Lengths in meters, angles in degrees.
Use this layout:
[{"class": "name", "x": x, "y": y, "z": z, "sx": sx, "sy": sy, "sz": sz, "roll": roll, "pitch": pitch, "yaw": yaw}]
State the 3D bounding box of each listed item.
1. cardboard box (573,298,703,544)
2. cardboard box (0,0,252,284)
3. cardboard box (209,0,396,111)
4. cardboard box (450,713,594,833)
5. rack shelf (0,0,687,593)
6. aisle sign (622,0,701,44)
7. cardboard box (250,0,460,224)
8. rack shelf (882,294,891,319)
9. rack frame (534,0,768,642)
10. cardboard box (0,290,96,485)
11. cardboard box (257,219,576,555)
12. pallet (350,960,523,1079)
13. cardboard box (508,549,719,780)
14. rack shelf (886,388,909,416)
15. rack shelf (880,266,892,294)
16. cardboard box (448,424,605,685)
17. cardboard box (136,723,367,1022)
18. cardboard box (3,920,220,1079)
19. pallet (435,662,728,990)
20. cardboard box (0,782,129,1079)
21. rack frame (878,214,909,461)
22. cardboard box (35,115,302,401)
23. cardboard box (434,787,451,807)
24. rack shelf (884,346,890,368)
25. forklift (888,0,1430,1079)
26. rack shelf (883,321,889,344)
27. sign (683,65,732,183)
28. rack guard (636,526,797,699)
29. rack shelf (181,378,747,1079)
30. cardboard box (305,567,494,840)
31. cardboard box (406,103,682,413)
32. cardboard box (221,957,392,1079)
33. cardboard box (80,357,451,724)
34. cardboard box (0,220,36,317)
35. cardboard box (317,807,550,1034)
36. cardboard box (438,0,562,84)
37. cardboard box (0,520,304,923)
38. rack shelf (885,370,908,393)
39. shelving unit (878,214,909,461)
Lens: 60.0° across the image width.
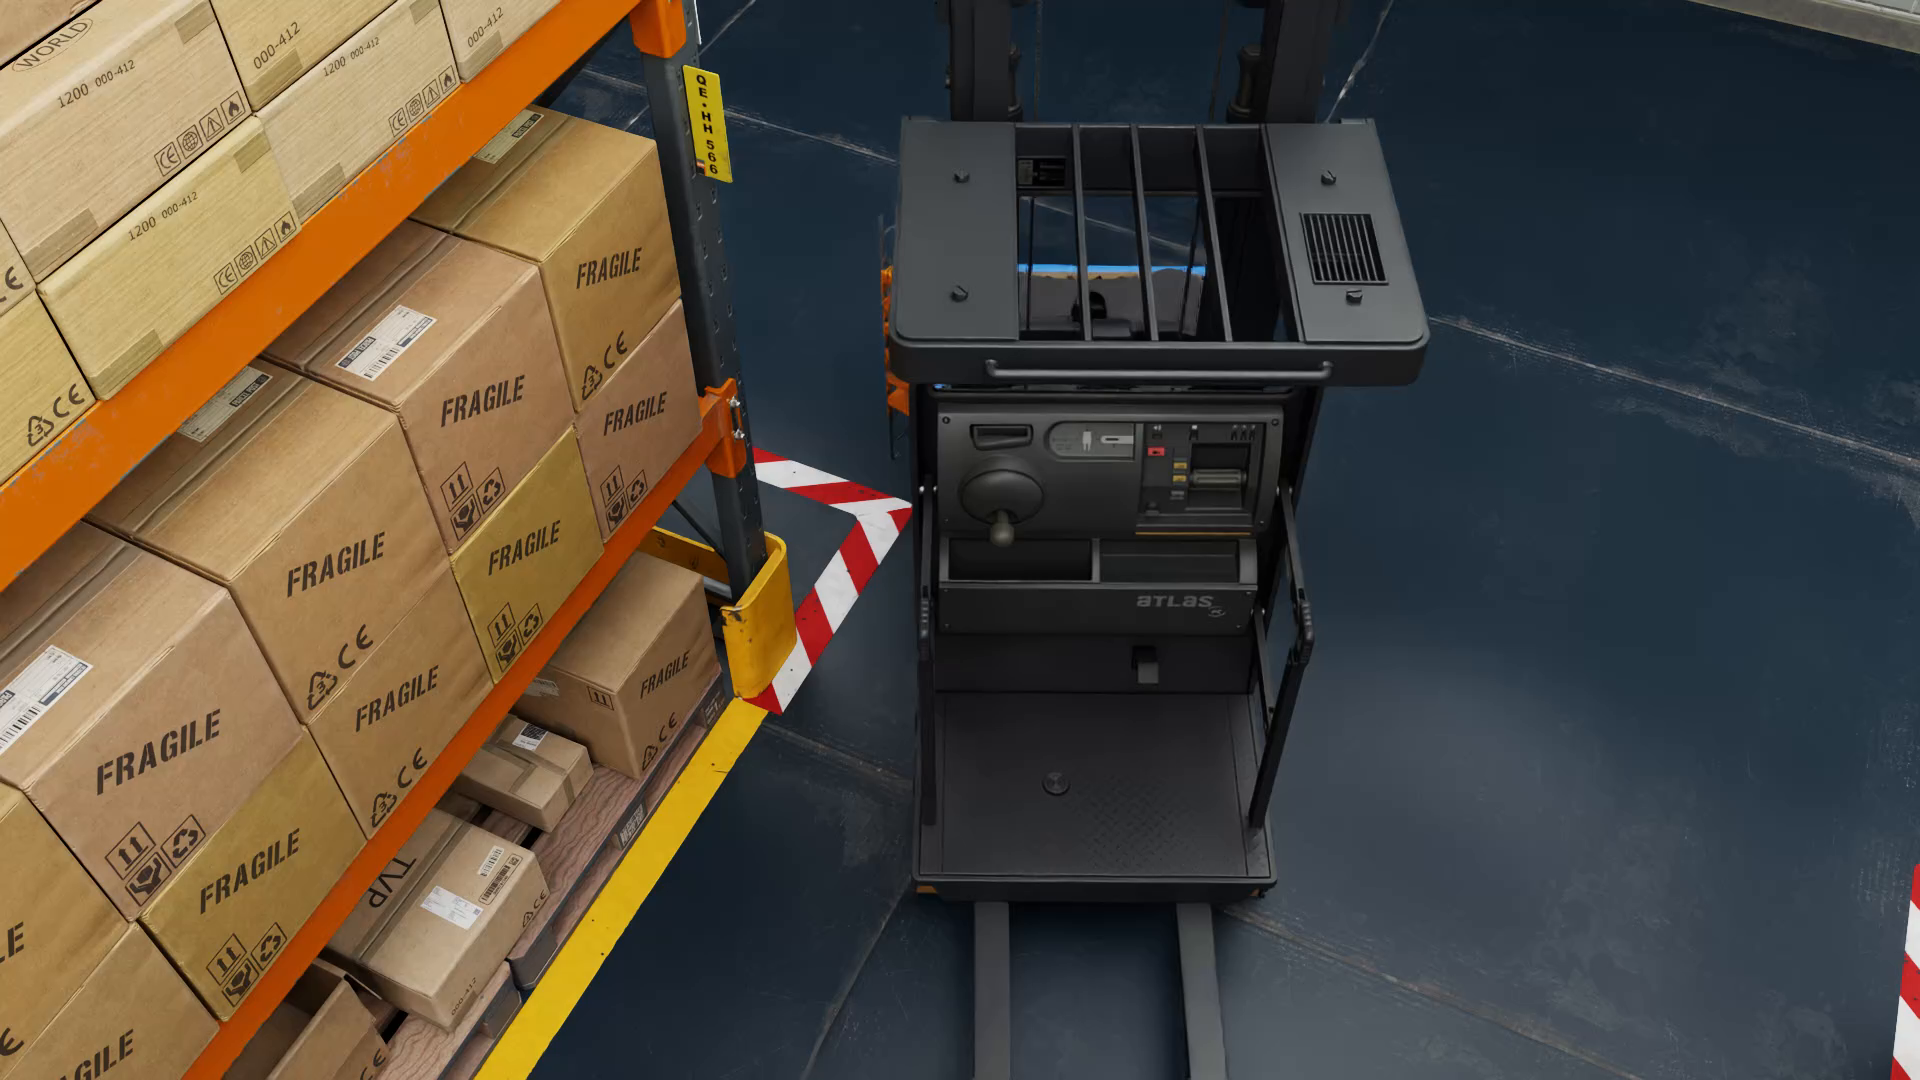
[{"class": "cardboard box", "x": -1.075, "y": -0.400, "z": 4.555, "sx": 0.500, "sy": 0.500, "sz": 0.500, "roll": 21, "pitch": 53, "yaw": 17}, {"class": "cardboard box", "x": -1.549, "y": -0.726, "z": 2.699, "sx": 0.500, "sy": 0.250, "sz": 0.500, "roll": 20, "pitch": 52, "yaw": 16}, {"class": "cardboard box", "x": -1.332, "y": -1.069, "z": 2.991, "sx": 0.500, "sy": 0.250, "sz": 0.500, "roll": 20, "pitch": 52, "yaw": 16}, {"class": "cardboard box", "x": -1.394, "y": 0.715, "z": 5.243, "sx": 0.380, "sy": 0.166, "sz": 0.250, "roll": 20, "pitch": 52, "yaw": 16}, {"class": "rack shelf", "x": -1.984, "y": -0.126, "z": 2.891, "sx": 1.077, "sy": 0.370, "sz": 4.000, "roll": 20, "pitch": 52, "yaw": 16}, {"class": "aisle sign", "x": -0.824, "y": -1.554, "z": 3.896, "sx": 0.394, "sy": 0.787, "sz": 0.004, "roll": 20, "pitch": 52, "yaw": 16}, {"class": "cardboard box", "x": -1.334, "y": -0.908, "z": 3.182, "sx": 0.500, "sy": 0.250, "sz": 0.500, "roll": 20, "pitch": 52, "yaw": 16}, {"class": "rack shelf", "x": -0.127, "y": -0.853, "z": 5.931, "sx": 0.180, "sy": 0.103, "sz": 0.258, "roll": 32, "pitch": 56, "yaw": 24}, {"class": "rack frame", "x": -1.130, "y": -0.764, "z": 4.931, "sx": 1.000, "sy": 3.000, "sz": 0.127, "roll": 20, "pitch": 52, "yaw": 16}, {"class": "cardboard box", "x": -1.764, "y": -0.220, "z": 2.597, "sx": 0.500, "sy": 0.250, "sz": 0.500, "roll": 20, "pitch": 52, "yaw": 16}, {"class": "cardboard box", "x": -1.286, "y": -0.377, "z": 3.879, "sx": 0.500, "sy": 0.500, "sz": 0.500, "roll": 21, "pitch": 53, "yaw": 17}, {"class": "pallet", "x": -2.024, "y": 1.578, "z": 4.769, "sx": 1.003, "sy": 0.211, "sz": 1.213, "roll": 20, "pitch": 52, "yaw": 16}, {"class": "cardboard box", "x": -1.139, "y": 0.358, "z": 5.329, "sx": 0.500, "sy": 0.500, "sz": 0.500, "roll": 20, "pitch": 52, "yaw": 16}, {"class": "rack shelf", "x": -0.126, "y": -0.541, "z": 6.296, "sx": 0.180, "sy": 0.103, "sz": 0.258, "roll": 32, "pitch": 56, "yaw": 24}, {"class": "rack shelf", "x": -0.127, "y": -0.931, "z": 5.839, "sx": 0.180, "sy": 0.103, "sz": 0.258, "roll": 32, "pitch": 56, "yaw": 24}, {"class": "cardboard box", "x": -1.293, "y": -0.041, "z": 4.250, "sx": 0.500, "sy": 0.500, "sz": 0.500, "roll": 20, "pitch": 53, "yaw": 16}, {"class": "cardboard box", "x": -1.727, "y": 0.647, "z": 3.664, "sx": 0.500, "sy": 0.500, "sz": 0.500, "roll": 19, "pitch": 52, "yaw": 16}, {"class": "cardboard box", "x": -1.943, "y": 0.998, "z": 3.366, "sx": 0.500, "sy": 0.500, "sz": 0.500, "roll": 20, "pitch": 52, "yaw": 16}, {"class": "pallet", "x": -1.502, "y": 0.741, "z": 5.481, "sx": 1.003, "sy": 0.211, "sz": 1.213, "roll": 20, "pitch": 52, "yaw": 16}, {"class": "cardboard box", "x": -1.943, "y": 0.691, "z": 2.970, "sx": 0.500, "sy": 0.500, "sz": 0.500, "roll": 18, "pitch": 52, "yaw": 15}, {"class": "rack frame", "x": -0.198, "y": -0.769, "z": 6.117, "sx": 0.006, "sy": 1.200, "sz": 0.240, "roll": 32, "pitch": 56, "yaw": 24}, {"class": "cardboard box", "x": -1.536, "y": -0.559, "z": 2.885, "sx": 0.500, "sy": 0.250, "sz": 0.500, "roll": 20, "pitch": 52, "yaw": 16}, {"class": "cardboard box", "x": -1.832, "y": 0.611, "z": 5.278, "sx": 0.500, "sy": 0.250, "sz": 0.500, "roll": 20, "pitch": 52, "yaw": 16}, {"class": "rack shelf", "x": -0.127, "y": -0.697, "z": 6.113, "sx": 0.180, "sy": 0.103, "sz": 0.258, "roll": 32, "pitch": 56, "yaw": 24}, {"class": "forklift", "x": 0.404, "y": -0.070, "z": 4.385, "sx": 1.130, "sy": 2.935, "sz": 3.031, "roll": 0, "pitch": 50, "yaw": 0}, {"class": "rack shelf", "x": -0.127, "y": -0.775, "z": 6.022, "sx": 0.180, "sy": 0.103, "sz": 0.258, "roll": 32, "pitch": 56, "yaw": 24}, {"class": "sign", "x": -0.636, "y": -1.048, "z": 4.204, "sx": 0.100, "sy": 0.325, "sz": 0.005, "roll": 20, "pitch": 52, "yaw": 16}, {"class": "rack guard", "x": -1.162, "y": 0.098, "z": 5.838, "sx": 1.175, "sy": 0.500, "sz": 0.348, "roll": 20, "pitch": 52, "yaw": 16}, {"class": "rack shelf", "x": -1.984, "y": 0.846, "z": 4.033, "sx": 1.077, "sy": 0.370, "sz": 4.000, "roll": 20, "pitch": 52, "yaw": 16}, {"class": "cardboard box", "x": -1.512, "y": 0.300, "z": 3.959, "sx": 0.500, "sy": 0.500, "sz": 0.500, "roll": 20, "pitch": 53, "yaw": 16}, {"class": "cardboard box", "x": -1.071, "y": -0.725, "z": 4.175, "sx": 0.500, "sy": 0.500, "sz": 0.500, "roll": 19, "pitch": 52, "yaw": 16}, {"class": "cardboard box", "x": -2.041, "y": 1.361, "z": 4.473, "sx": 0.797, "sy": 0.503, "sz": 0.637, "roll": 20, "pitch": 52, "yaw": 16}, {"class": "cardboard box", "x": -1.504, "y": -0.018, "z": 3.574, "sx": 0.500, "sy": 0.500, "sz": 0.500, "roll": 21, "pitch": 53, "yaw": 17}, {"class": "cardboard box", "x": -1.757, "y": -0.379, "z": 2.404, "sx": 0.500, "sy": 0.250, "sz": 0.500, "roll": 20, "pitch": 52, "yaw": 16}, {"class": "cardboard box", "x": -1.572, "y": 1.083, "z": 4.875, "sx": 0.500, "sy": 0.250, "sz": 0.500, "roll": 20, "pitch": 52, "yaw": 16}, {"class": "cardboard box", "x": -1.111, "y": -1.248, "z": 3.472, "sx": 0.500, "sy": 0.250, "sz": 0.500, "roll": 20, "pitch": 52, "yaw": 16}, {"class": "cardboard box", "x": -1.723, "y": 0.335, "z": 3.273, "sx": 0.500, "sy": 0.500, "sz": 0.500, "roll": 21, "pitch": 53, "yaw": 17}, {"class": "rack shelf", "x": -0.126, "y": -0.619, "z": 6.204, "sx": 0.180, "sy": 0.103, "sz": 0.258, "roll": 32, "pitch": 56, "yaw": 24}, {"class": "shelving unit", "x": -0.127, "y": -0.726, "z": 6.079, "sx": 0.189, "sy": 1.200, "sz": 0.258, "roll": 32, "pitch": 56, "yaw": 24}]
